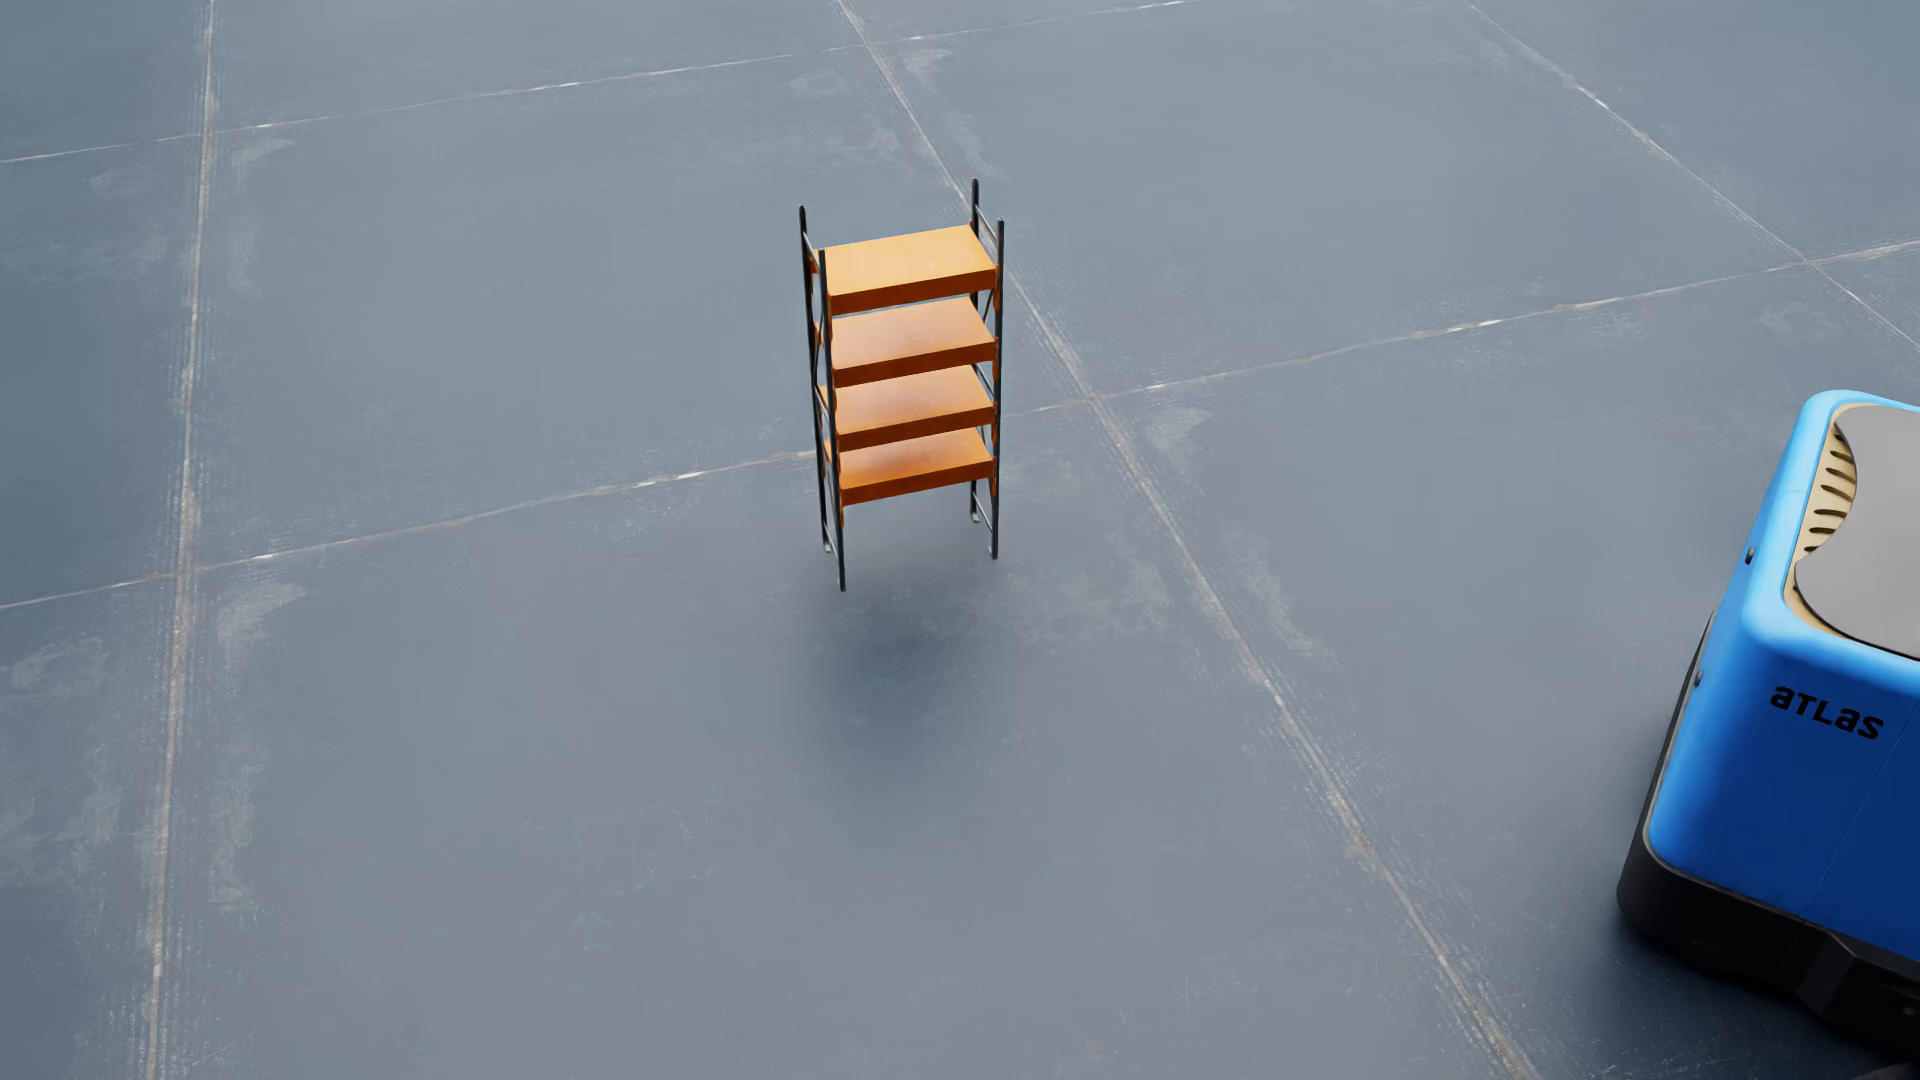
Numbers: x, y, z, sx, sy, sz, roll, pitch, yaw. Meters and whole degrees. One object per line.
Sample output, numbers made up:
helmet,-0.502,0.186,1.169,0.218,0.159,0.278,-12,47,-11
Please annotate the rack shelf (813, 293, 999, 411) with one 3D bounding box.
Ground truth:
rack shelf,-0.158,-0.537,4.715,0.480,0.148,0.258,-12,42,-13

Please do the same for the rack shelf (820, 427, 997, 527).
rack shelf,-0.158,-0.219,4.993,0.480,0.148,0.258,-12,42,-13

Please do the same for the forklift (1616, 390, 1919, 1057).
forklift,3.165,0.067,2.946,3.031,2.935,1.130,20,45,22

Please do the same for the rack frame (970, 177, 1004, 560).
rack frame,0.075,-0.467,4.873,0.015,1.200,0.240,-12,42,-13

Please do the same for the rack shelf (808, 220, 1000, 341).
rack shelf,-0.158,-0.715,4.559,0.480,0.148,0.258,-12,42,-13

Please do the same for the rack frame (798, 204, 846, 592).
rack frame,-0.391,-0.371,4.763,0.015,1.200,0.240,-12,42,-13

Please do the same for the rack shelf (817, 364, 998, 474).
rack shelf,-0.158,-0.368,4.862,0.480,0.148,0.258,-12,42,-13

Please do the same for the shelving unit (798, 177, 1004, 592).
shelving unit,-0.158,-0.419,4.818,0.503,1.200,0.258,-12,42,-13
